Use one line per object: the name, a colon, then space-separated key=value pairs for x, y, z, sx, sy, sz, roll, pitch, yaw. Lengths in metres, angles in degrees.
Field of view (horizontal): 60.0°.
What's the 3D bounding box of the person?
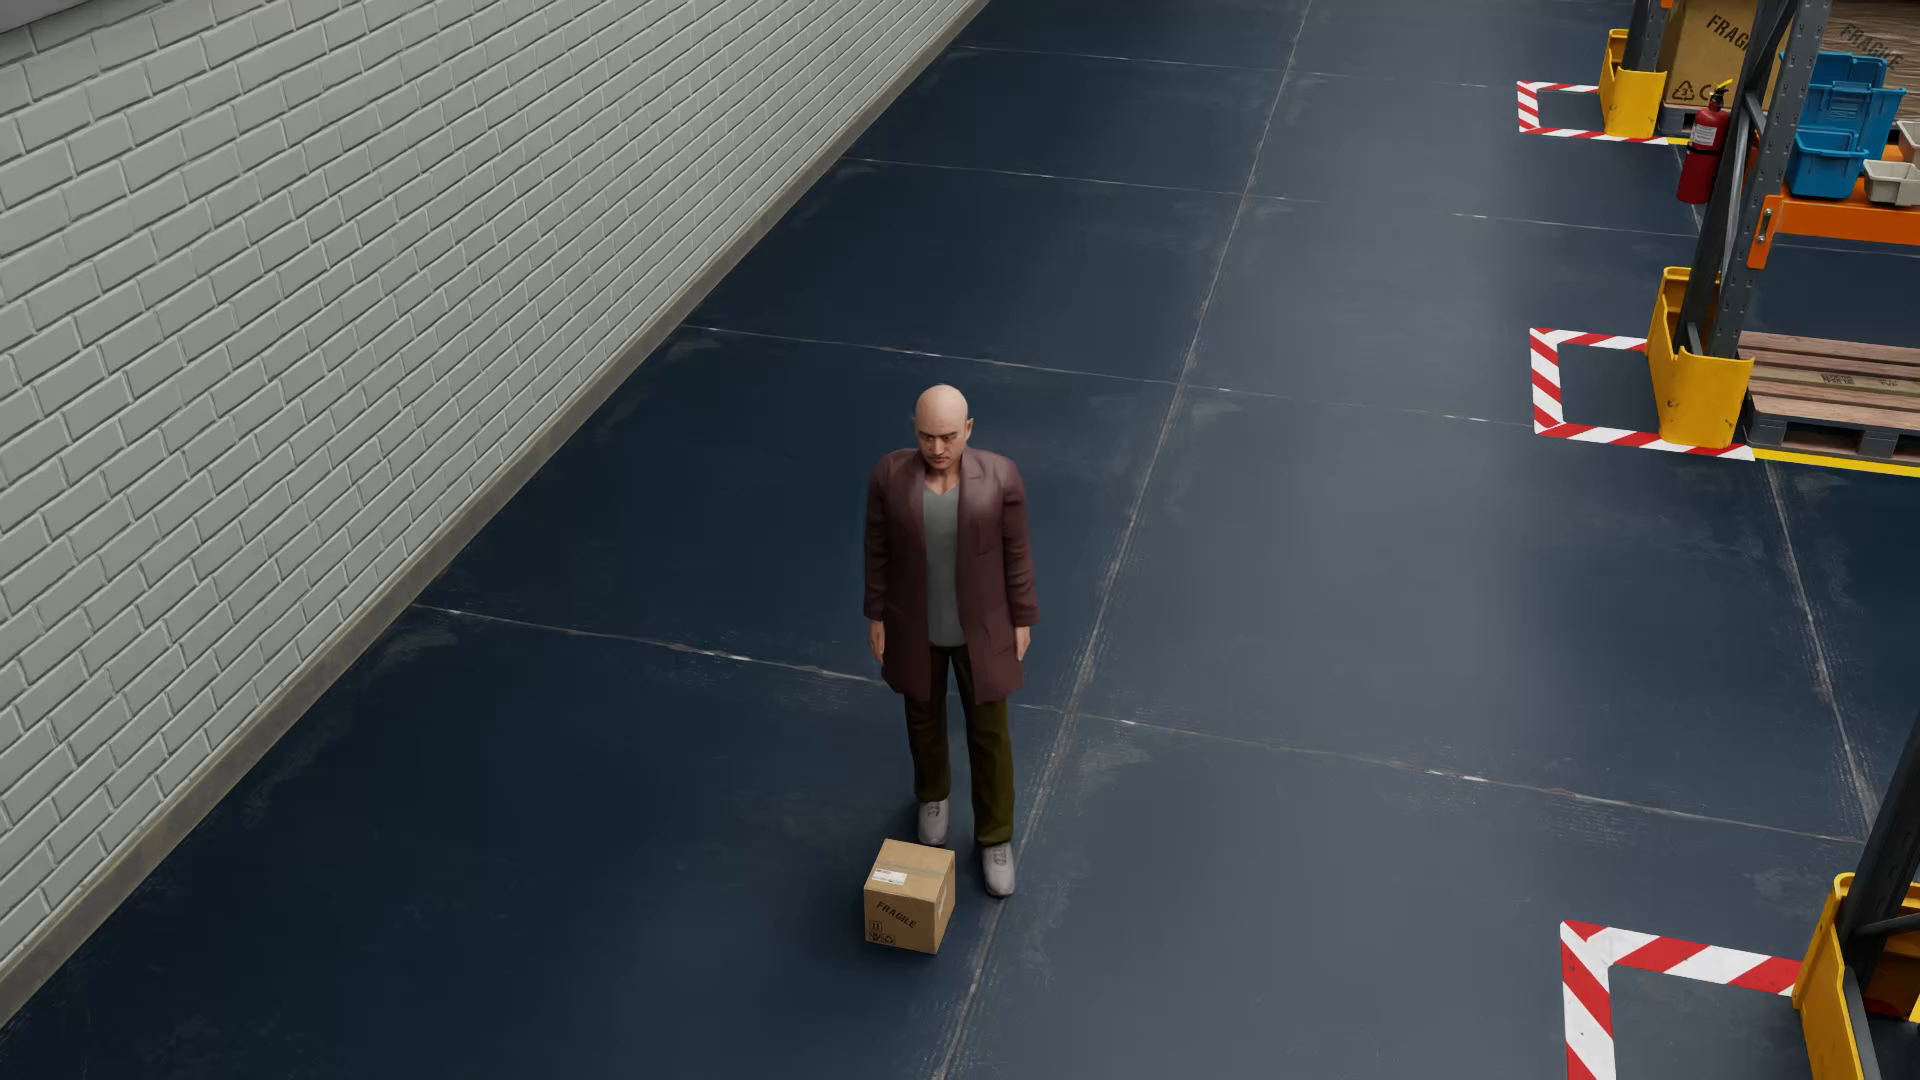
person: x=-0.045 y=0.345 z=5.582 sx=0.610 sy=1.782 sz=0.597 roll=3 pitch=33 yaw=5
